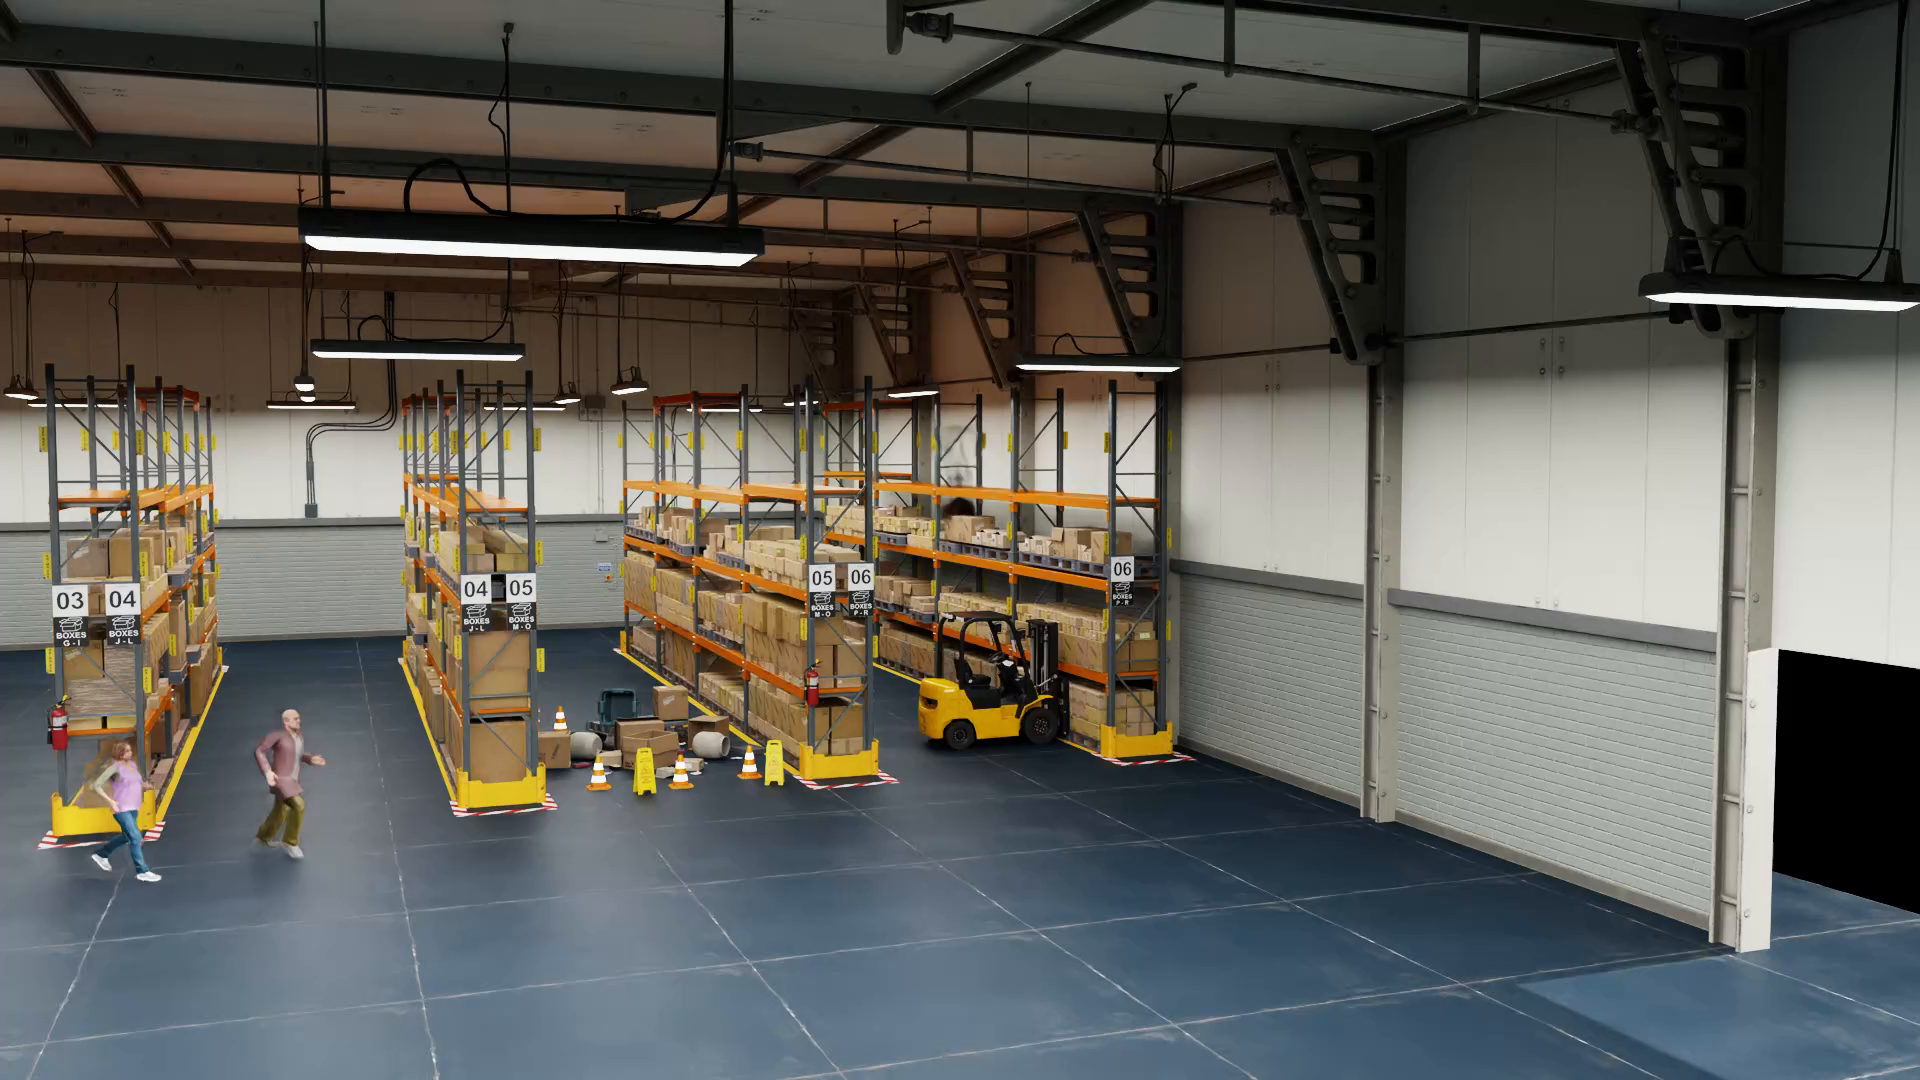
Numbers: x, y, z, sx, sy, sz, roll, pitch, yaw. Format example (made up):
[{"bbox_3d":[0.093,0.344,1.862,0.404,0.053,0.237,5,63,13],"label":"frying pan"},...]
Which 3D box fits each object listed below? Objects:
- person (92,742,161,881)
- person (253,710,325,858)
[{"bbox_3d":[-9.513,3.128,18.940,0.868,1.484,0.540,0,3,7],"label":"person"},{"bbox_3d":[-8.182,2.964,20.171,0.936,1.830,0.636,0,3,7],"label":"person"}]
